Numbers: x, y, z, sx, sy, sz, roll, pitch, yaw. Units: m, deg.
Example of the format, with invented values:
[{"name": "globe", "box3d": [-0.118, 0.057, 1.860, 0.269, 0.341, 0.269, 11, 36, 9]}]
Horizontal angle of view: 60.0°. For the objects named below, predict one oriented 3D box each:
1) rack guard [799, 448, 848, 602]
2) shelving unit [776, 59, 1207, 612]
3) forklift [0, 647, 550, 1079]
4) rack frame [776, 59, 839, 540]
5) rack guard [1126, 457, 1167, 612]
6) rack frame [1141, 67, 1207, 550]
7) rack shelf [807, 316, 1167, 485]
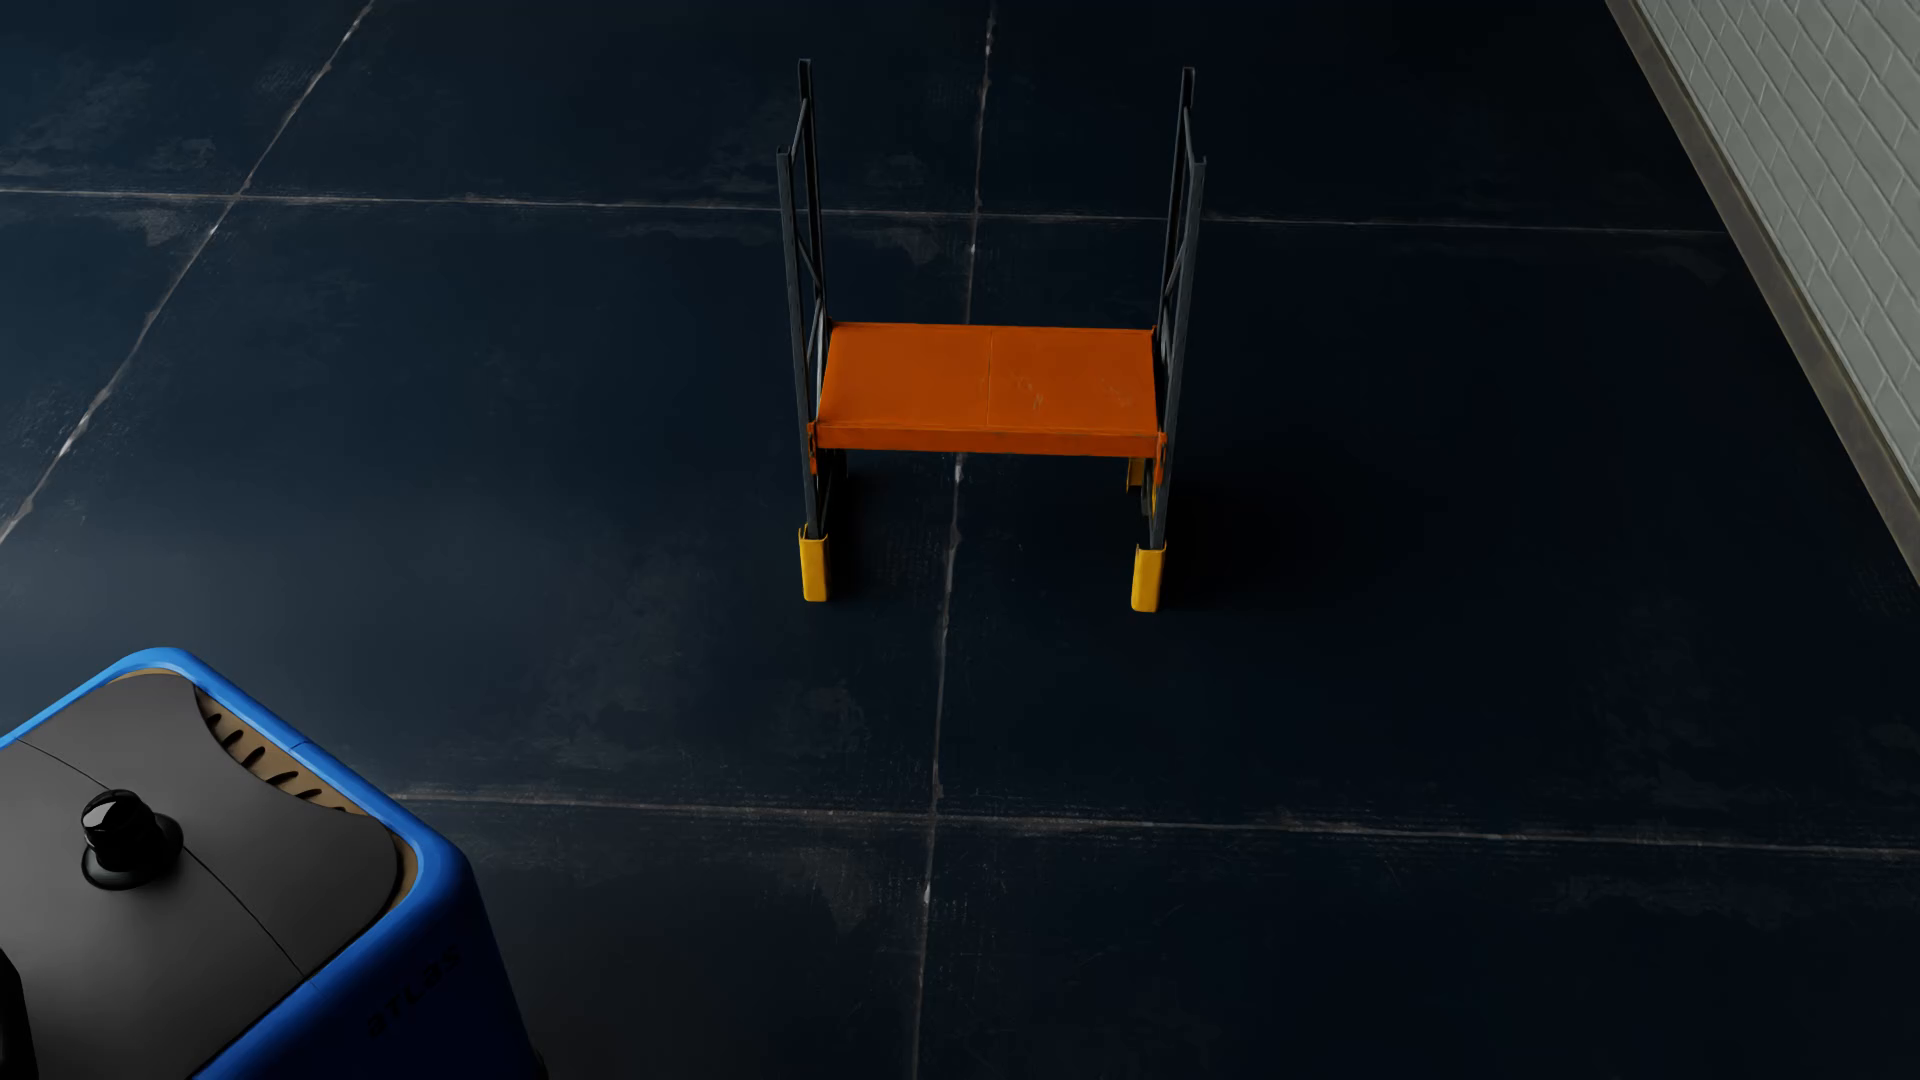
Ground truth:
[{"name": "rack guard", "box3d": [-0.421, -0.104, 5.179, 0.087, 0.250, 0.587, 2, 43, 2]}, {"name": "shelving unit", "box3d": [0.076, -0.546, 4.736, 1.083, 1.500, 0.587, 2, 43, 2]}, {"name": "forklift", "box3d": [-2.169, 0.912, 2.120, 1.130, 2.935, 3.031, 27, 49, 26]}, {"name": "rack frame", "box3d": [-0.423, -0.562, 4.753, 0.032, 1.500, 0.500, 2, 43, 2]}, {"name": "rack guard", "box3d": [0.574, -0.074, 5.146, 0.087, 0.250, 0.587, 2, 43, 2]}, {"name": "rack frame", "box3d": [0.593, -0.531, 4.719, 0.032, 1.500, 0.500, 2, 43, 2]}, {"name": "rack shelf", "box3d": [0.085, -0.415, 4.859, 1.000, 0.185, 0.538, 2, 43, 2]}]
